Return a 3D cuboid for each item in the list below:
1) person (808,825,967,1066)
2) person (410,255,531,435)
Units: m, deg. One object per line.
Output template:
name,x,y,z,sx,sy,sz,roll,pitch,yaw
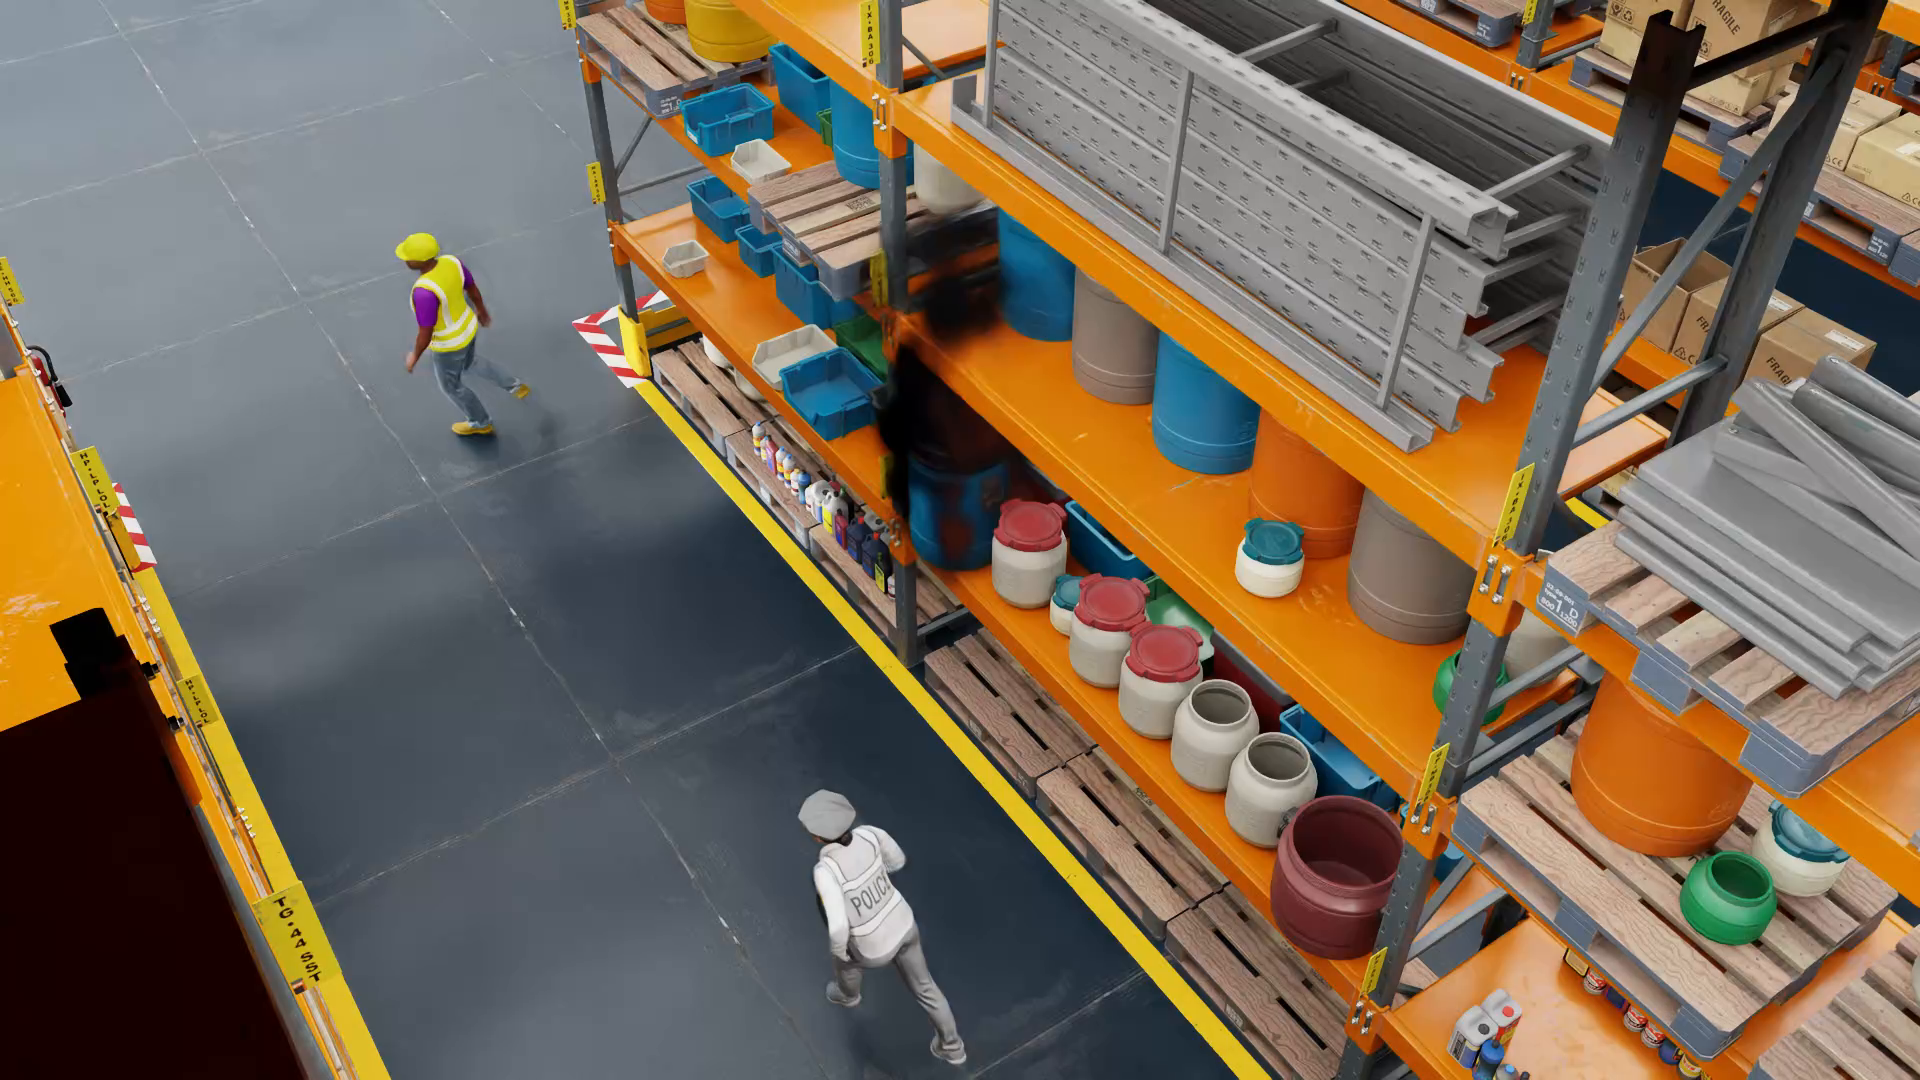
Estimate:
person,-0.382,2.022,8.077,0.917,1.626,0.486,25,48,25
person,-3.585,-1.395,12.179,0.599,1.483,0.706,6,43,7
